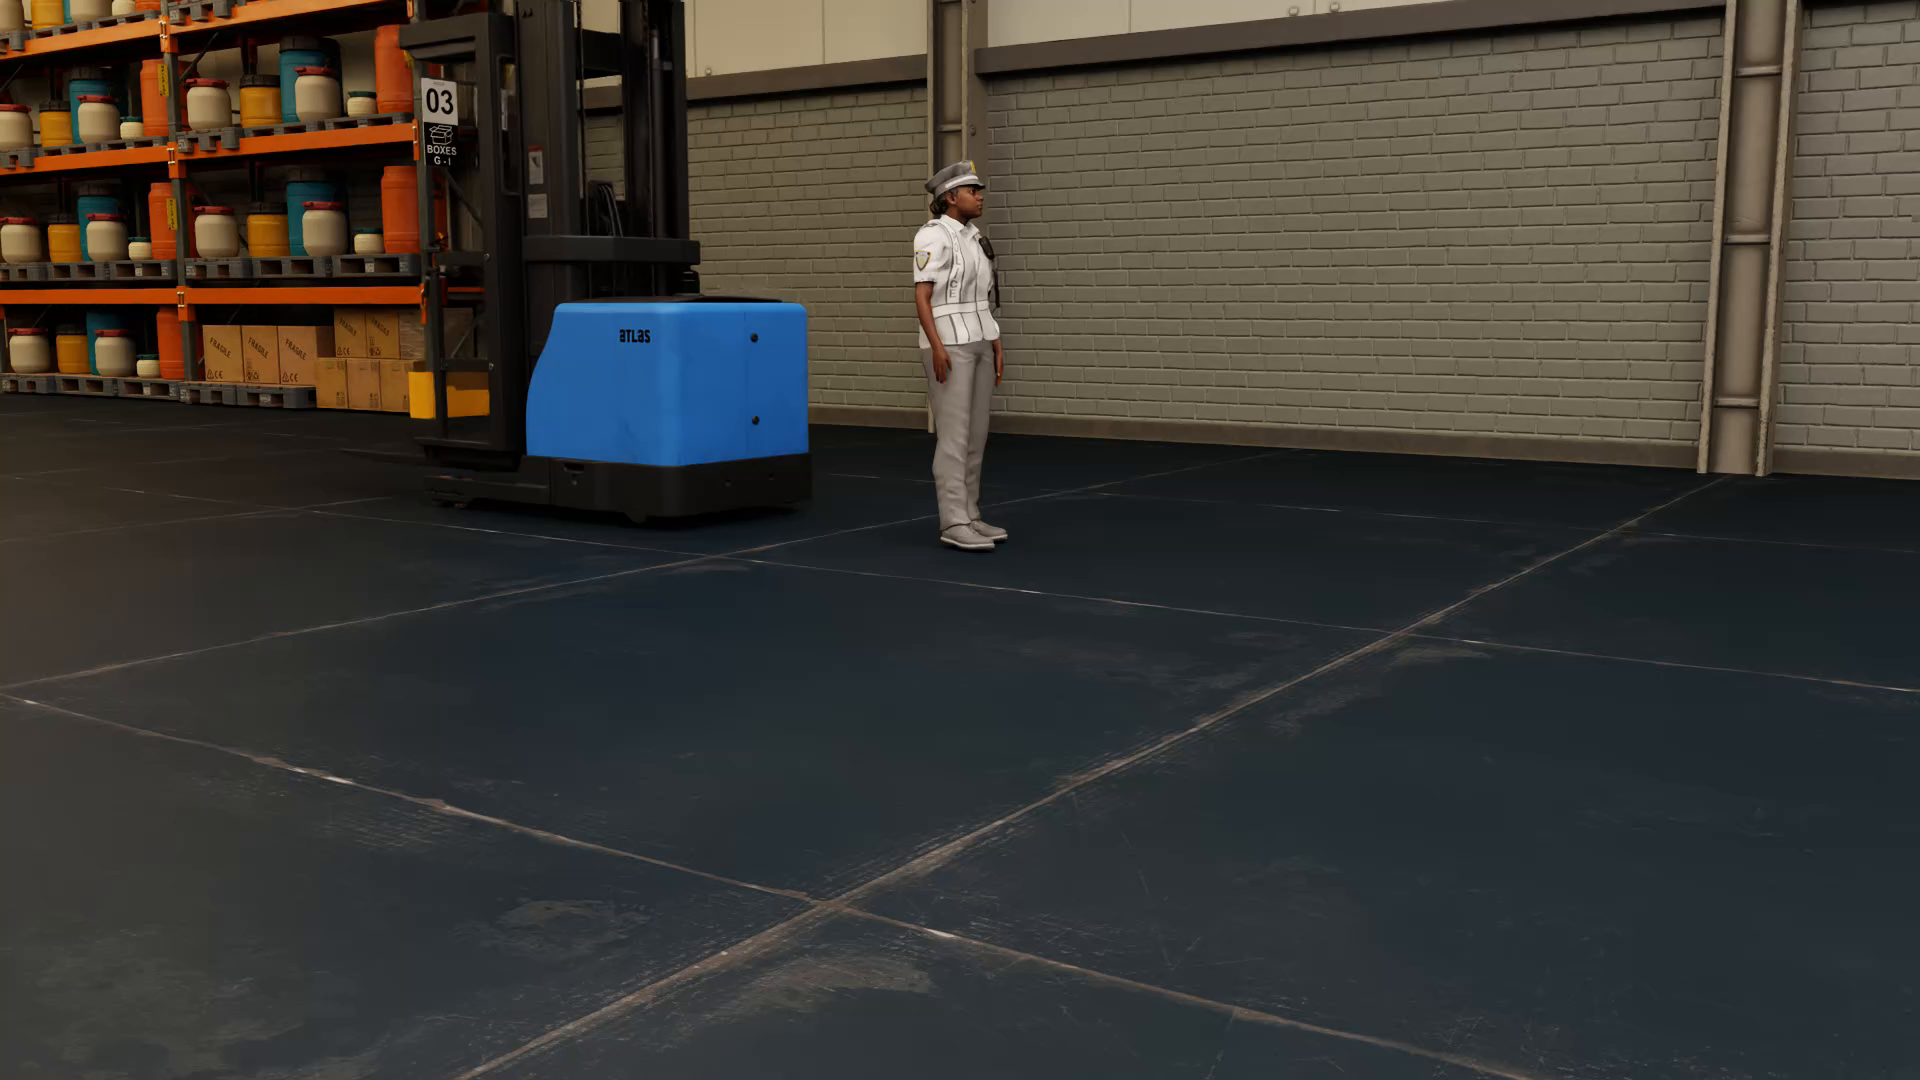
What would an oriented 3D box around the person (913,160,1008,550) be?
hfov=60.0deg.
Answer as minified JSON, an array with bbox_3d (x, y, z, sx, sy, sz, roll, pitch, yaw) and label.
[{"bbox_3d":[0.052,-0.838,7.426,0.528,1.697,0.570,5,10,34],"label":"person"}]

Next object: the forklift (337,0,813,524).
[{"bbox_3d":[-2.245,-1.669,8.932,3.031,2.935,1.130,6,10,37],"label":"forklift"}]
